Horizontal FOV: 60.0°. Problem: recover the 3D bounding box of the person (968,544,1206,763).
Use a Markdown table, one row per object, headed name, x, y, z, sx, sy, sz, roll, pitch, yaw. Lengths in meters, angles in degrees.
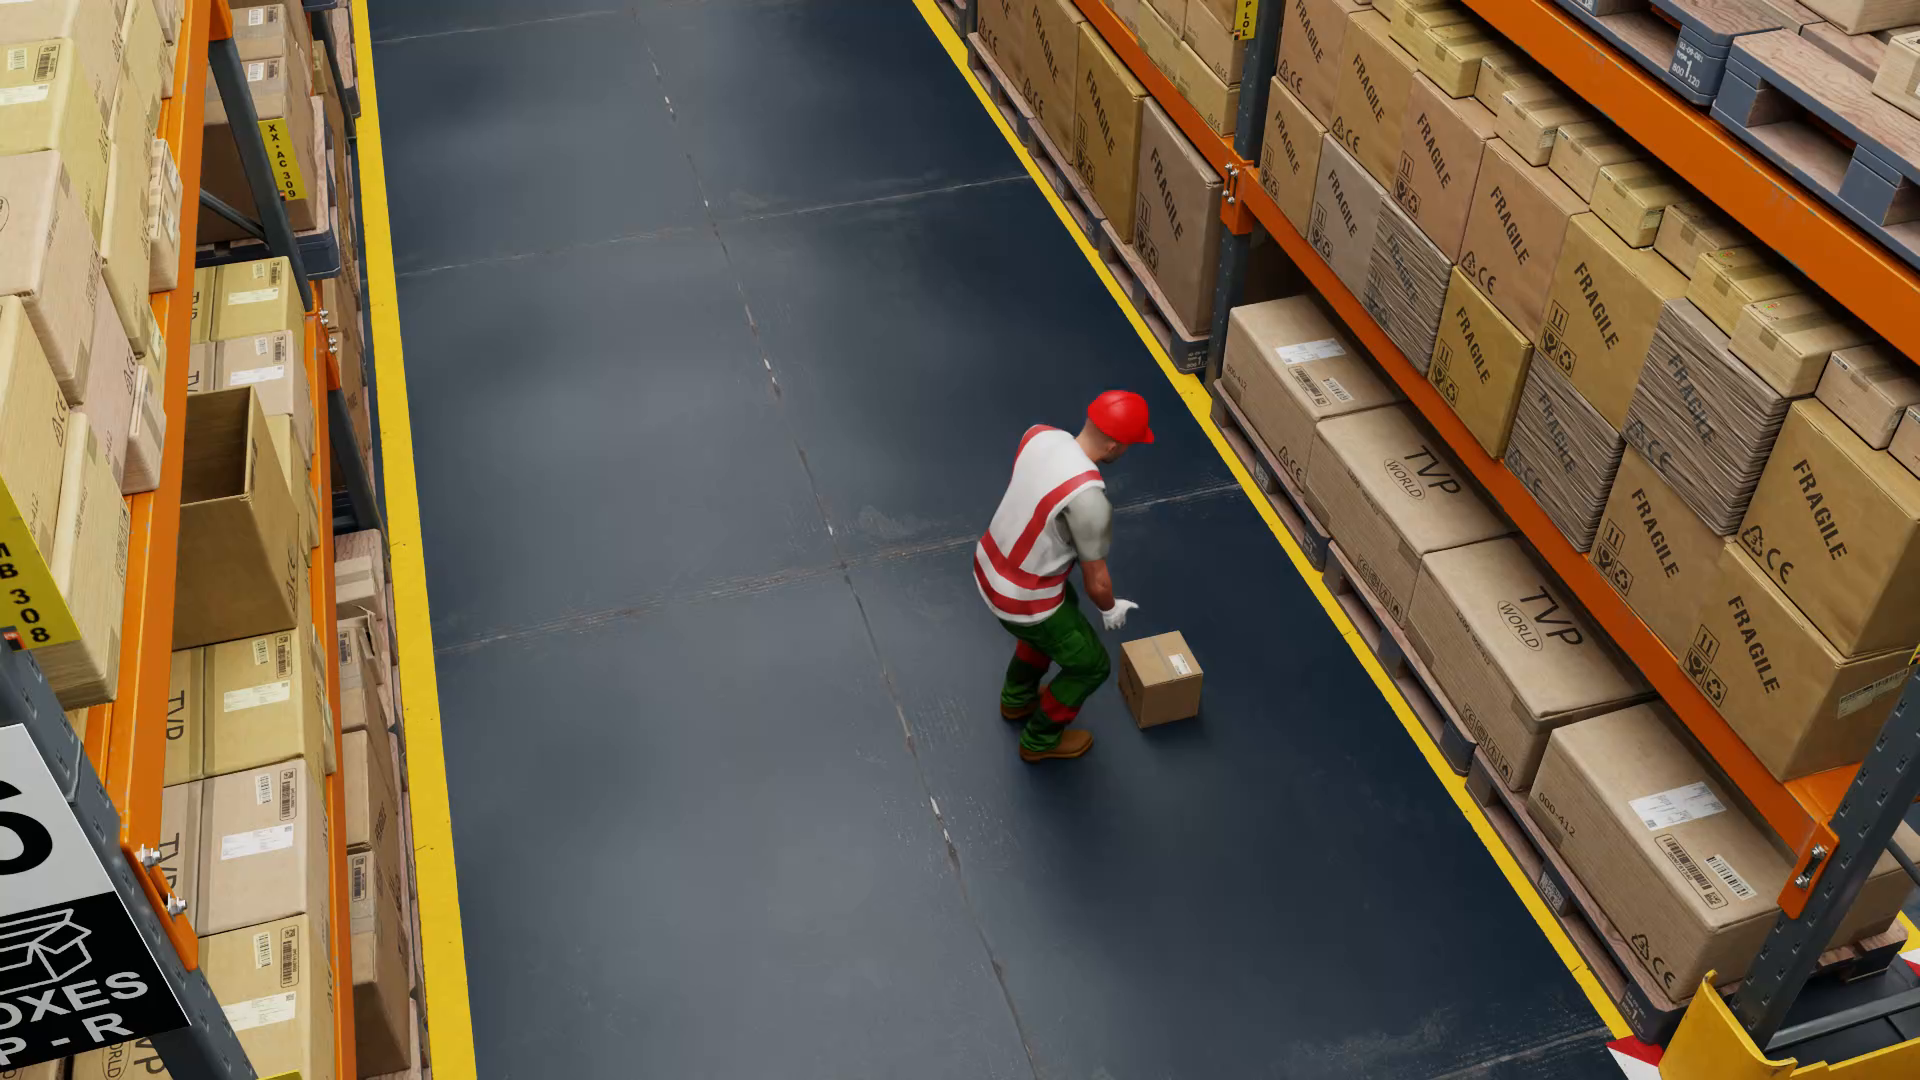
| name | x | y | z | sx | sy | sz | roll | pitch | yaw |
| --- | --- | --- | --- | --- | --- | --- | --- | --- | --- |
| person | 0.500 | 0.444 | 6.452 | 0.944 | 0.825 | 0.527 | -13 | 43 | -14 |
